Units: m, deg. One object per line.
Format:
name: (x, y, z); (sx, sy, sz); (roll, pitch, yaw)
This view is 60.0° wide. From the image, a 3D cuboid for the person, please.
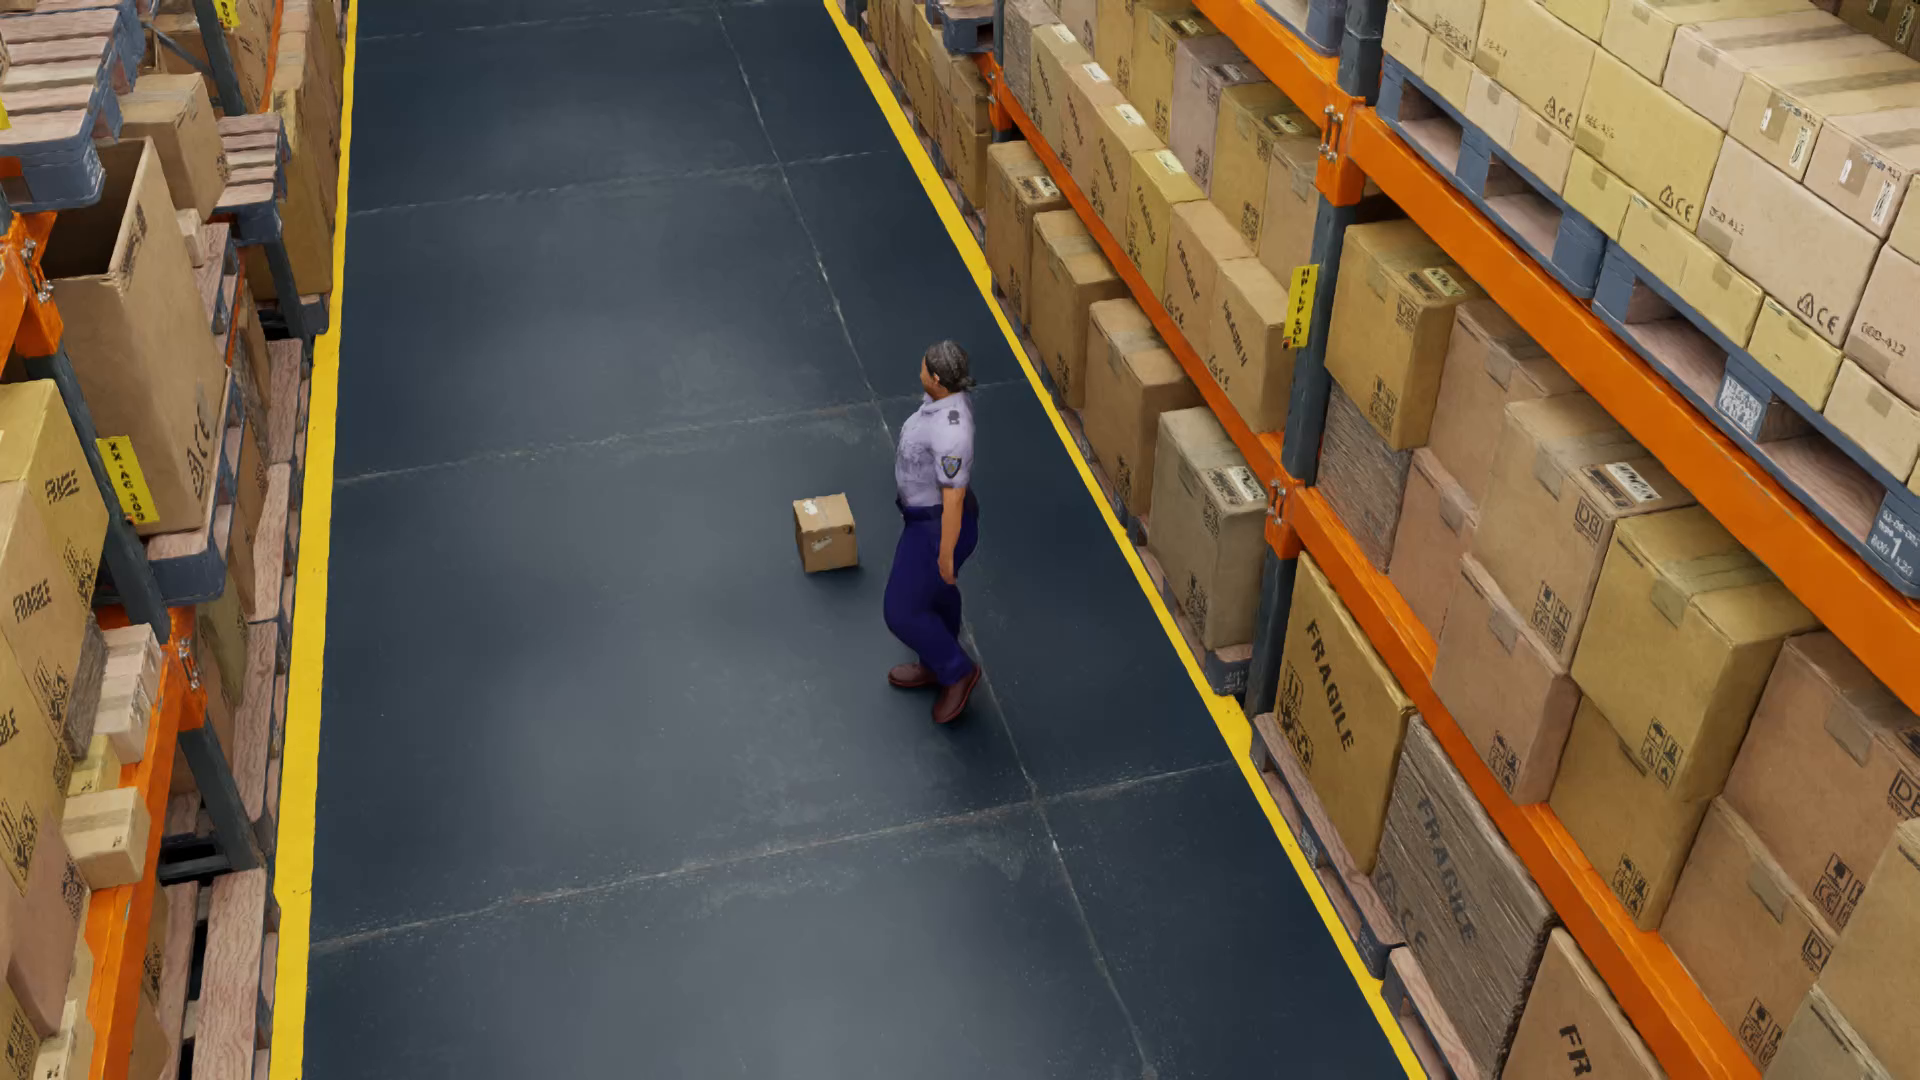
person: (-0.118, -0.032, 6.751); (0.408, 1.647, 0.629); (-2, 38, -2)
